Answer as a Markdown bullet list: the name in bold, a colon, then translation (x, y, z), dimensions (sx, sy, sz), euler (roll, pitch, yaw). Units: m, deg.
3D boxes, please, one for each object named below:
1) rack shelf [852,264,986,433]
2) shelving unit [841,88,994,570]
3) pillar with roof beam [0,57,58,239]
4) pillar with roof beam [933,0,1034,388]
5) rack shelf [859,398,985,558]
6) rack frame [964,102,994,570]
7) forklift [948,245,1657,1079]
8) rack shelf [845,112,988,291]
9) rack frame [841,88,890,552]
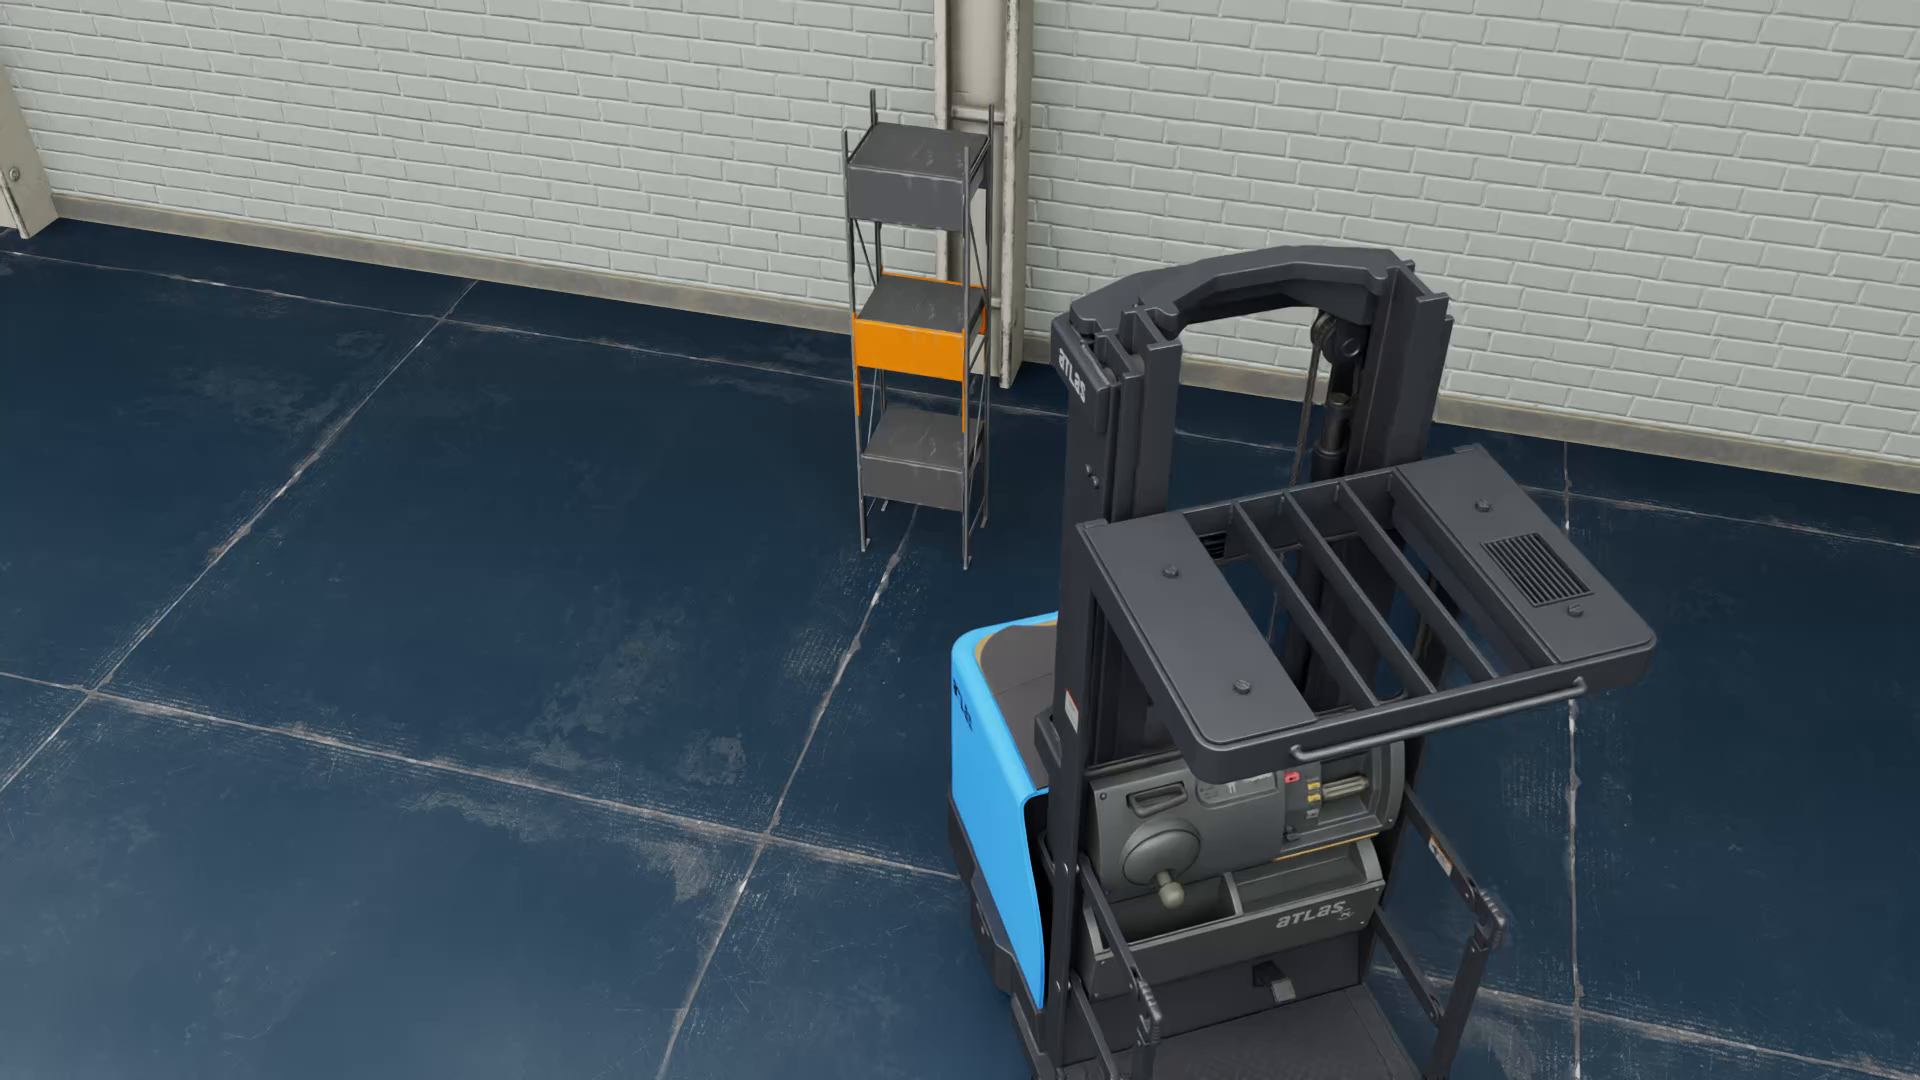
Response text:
- **rack shelf**: translation (-0.160, -0.821, 7.116), dimensions (0.480, 0.518, 0.431), euler (10, 41, 11)
- **shelving unit**: translation (-0.160, -0.832, 7.107), dimensions (0.503, 2.100, 0.431), euler (10, 41, 11)
- **pillar with roof beam**: translation (-6.799, -2.689, 3.954), dimensions (0.400, 9.000, 9.100), euler (10, 41, 11)
- **pillar with roof beam**: translation (-1.003, -1.691, 2.767), dimensions (0.400, 9.000, 9.100), euler (10, 41, 11)
- **rack shelf**: translation (-0.160, -0.285, 7.566), dimensions (0.480, 0.518, 0.431), euler (10, 41, 11)
- **rack frame**: translation (0.076, -0.791, 7.059), dimensions (0.015, 2.100, 0.400), euler (10, 41, 11)
- **forklift**: translation (0.879, 0.832, 4.480), dimensions (1.130, 2.935, 3.031), euler (-11, 41, -13)
- **rack shelf**: translation (-0.160, -1.357, 6.666), dimensions (0.480, 0.518, 0.431), euler (10, 41, 11)
- **rack frame**: translation (-0.396, -0.872, 7.156), dimensions (0.015, 2.100, 0.400), euler (10, 41, 11)
